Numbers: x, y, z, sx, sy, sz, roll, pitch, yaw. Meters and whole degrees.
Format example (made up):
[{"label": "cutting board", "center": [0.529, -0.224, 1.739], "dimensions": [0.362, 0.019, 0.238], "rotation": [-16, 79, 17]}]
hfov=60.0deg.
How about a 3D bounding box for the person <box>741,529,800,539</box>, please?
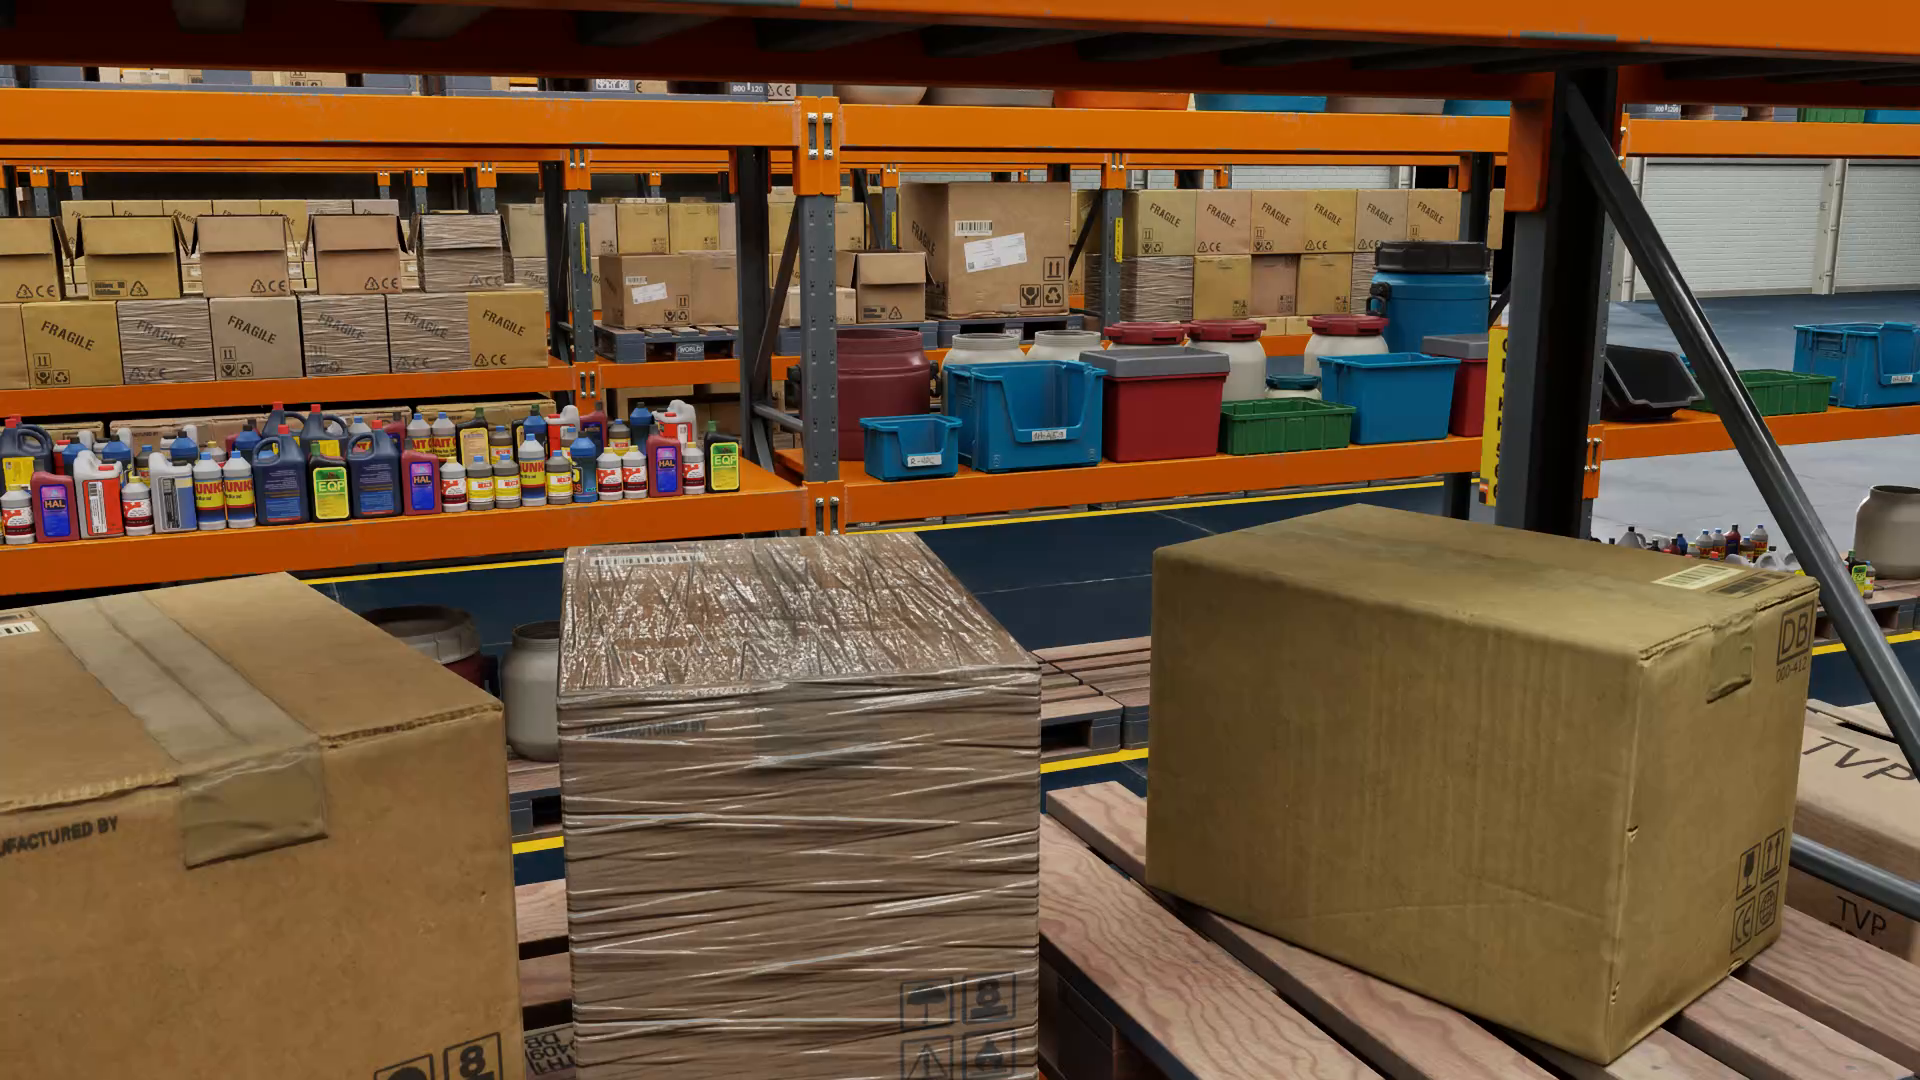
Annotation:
[{"label": "person", "center": [-1.238, 0.065, 8.677], "dimensions": [0.889, 1.240, 0.423], "rotation": [-6, 13, -25]}]
